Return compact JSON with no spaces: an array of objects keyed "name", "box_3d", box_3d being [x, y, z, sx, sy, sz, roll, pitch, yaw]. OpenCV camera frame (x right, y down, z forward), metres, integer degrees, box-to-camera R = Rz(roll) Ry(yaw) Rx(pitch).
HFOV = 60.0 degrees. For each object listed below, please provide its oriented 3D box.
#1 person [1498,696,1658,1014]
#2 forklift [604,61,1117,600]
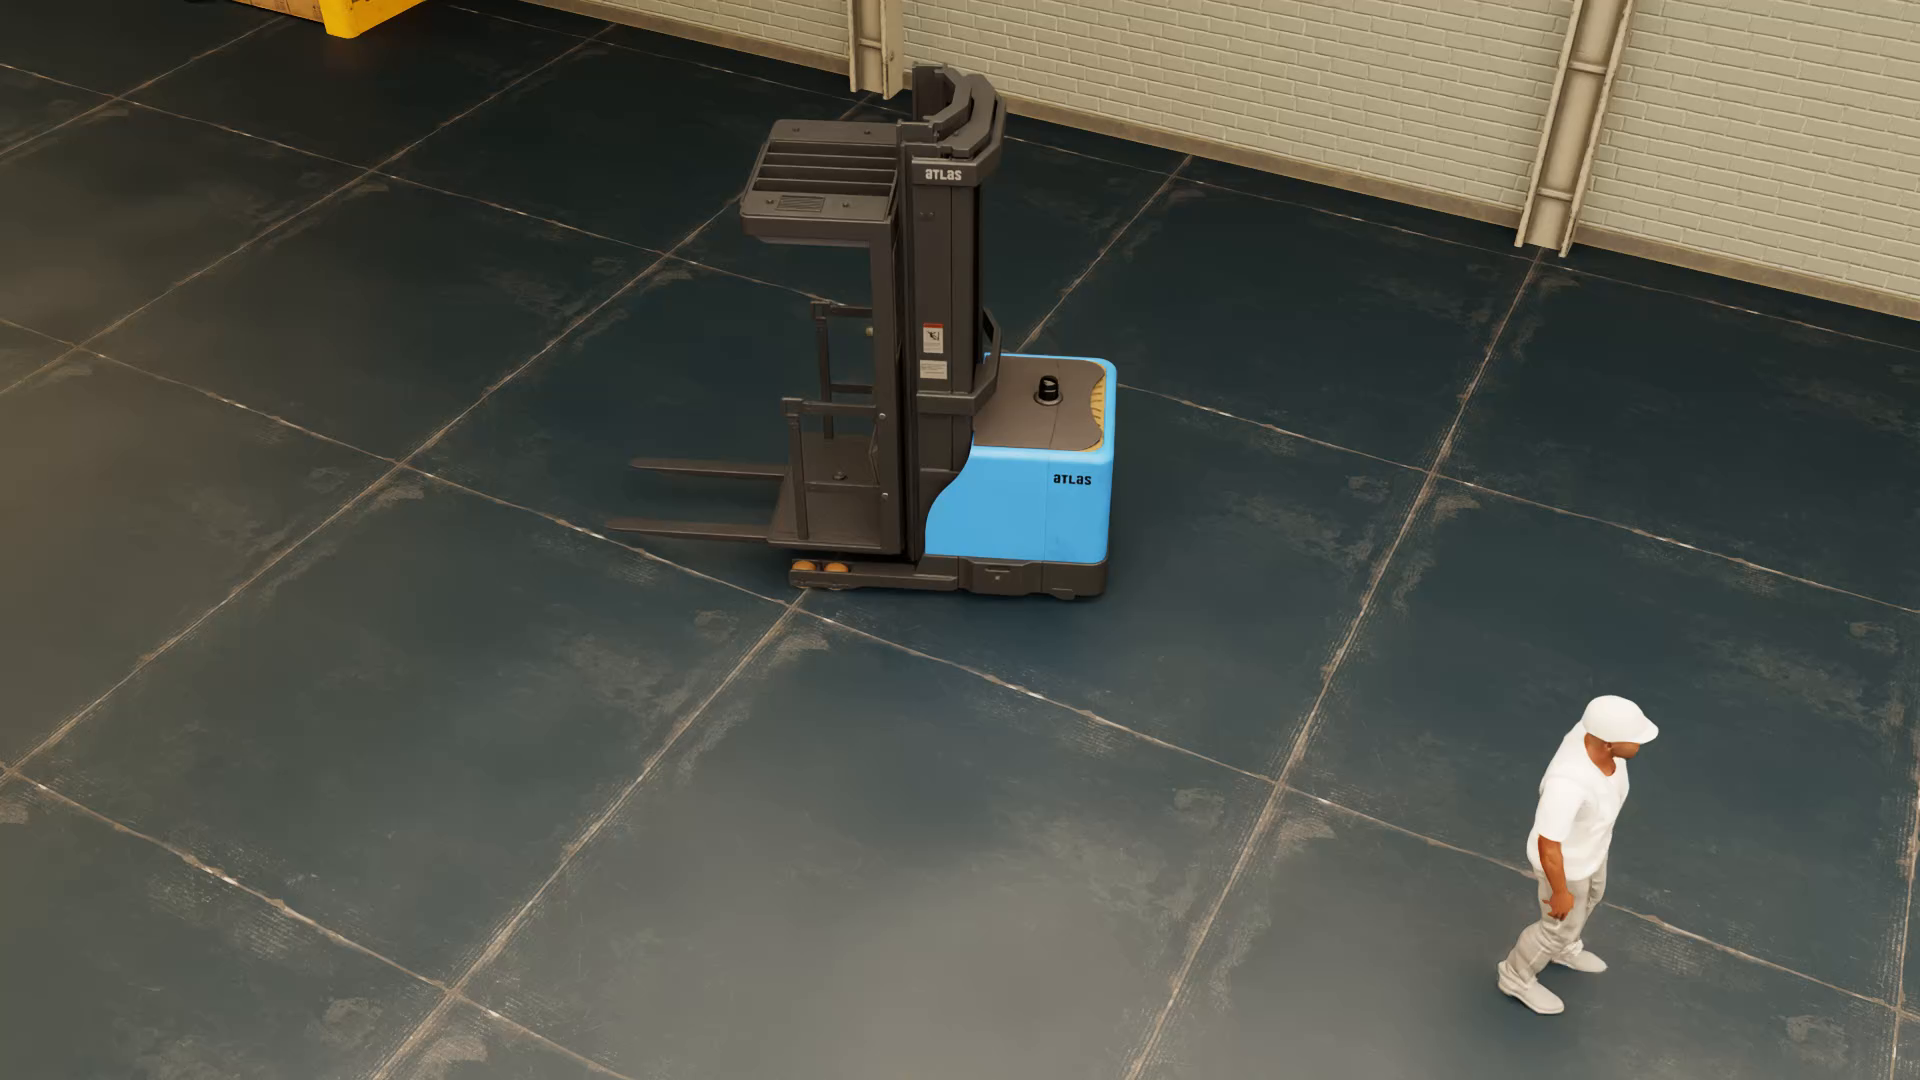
[{"name":"person","box_3d":[2.732,1.385,7.275,0.513,1.787,0.654,23,45,25]},{"name":"forklift","box_3d":[-0.606,-1.157,9.360,3.031,2.935,1.130,3,40,4]}]
